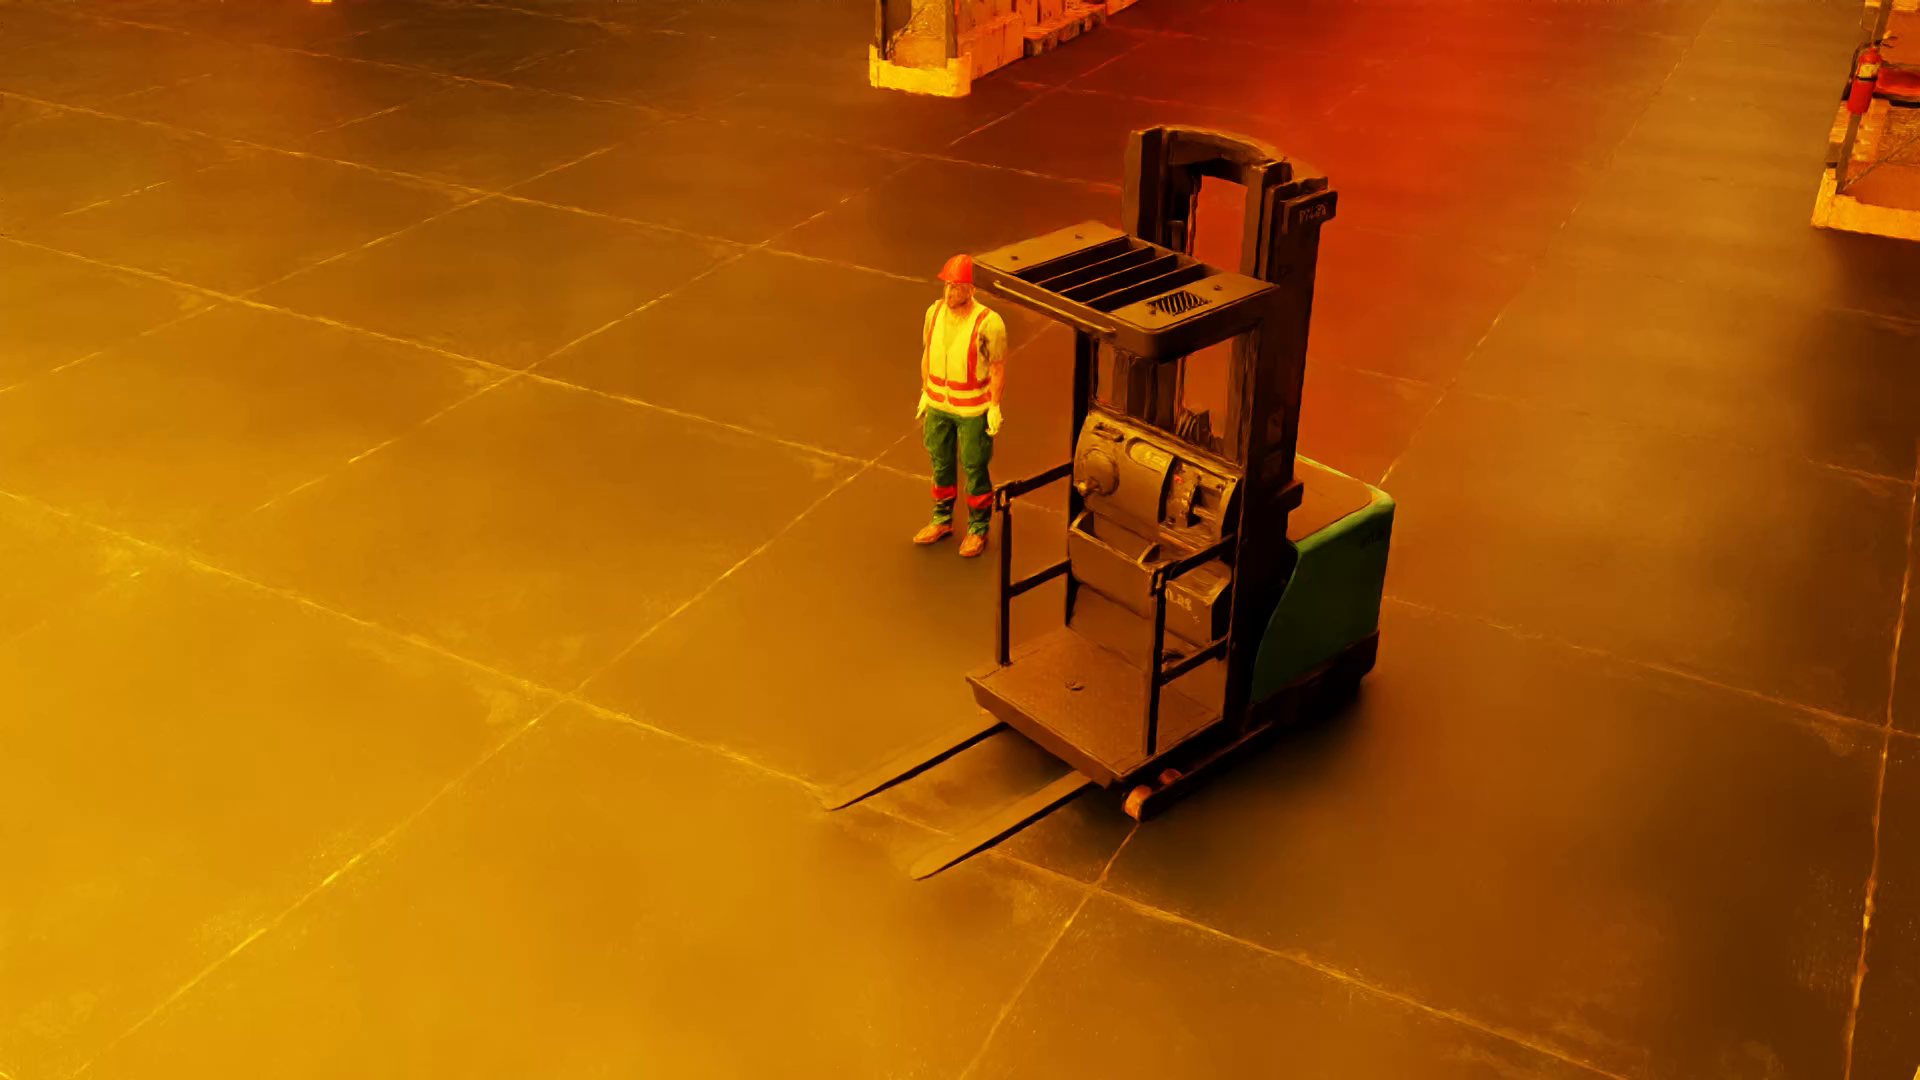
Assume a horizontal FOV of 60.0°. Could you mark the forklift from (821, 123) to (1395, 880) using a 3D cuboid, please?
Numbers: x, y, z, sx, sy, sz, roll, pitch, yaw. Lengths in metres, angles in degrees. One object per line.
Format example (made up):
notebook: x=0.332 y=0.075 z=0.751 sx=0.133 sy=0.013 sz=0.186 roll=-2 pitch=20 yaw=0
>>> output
forklift: x=0.733 y=-0.257 z=7.516 sx=3.031 sy=2.935 sz=1.130 roll=-24 pitch=37 yaw=-35

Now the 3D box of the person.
person: x=-0.009 y=-0.766 z=9.539 sx=0.540 sy=1.795 sz=0.349 roll=15 pitch=33 yaw=25
